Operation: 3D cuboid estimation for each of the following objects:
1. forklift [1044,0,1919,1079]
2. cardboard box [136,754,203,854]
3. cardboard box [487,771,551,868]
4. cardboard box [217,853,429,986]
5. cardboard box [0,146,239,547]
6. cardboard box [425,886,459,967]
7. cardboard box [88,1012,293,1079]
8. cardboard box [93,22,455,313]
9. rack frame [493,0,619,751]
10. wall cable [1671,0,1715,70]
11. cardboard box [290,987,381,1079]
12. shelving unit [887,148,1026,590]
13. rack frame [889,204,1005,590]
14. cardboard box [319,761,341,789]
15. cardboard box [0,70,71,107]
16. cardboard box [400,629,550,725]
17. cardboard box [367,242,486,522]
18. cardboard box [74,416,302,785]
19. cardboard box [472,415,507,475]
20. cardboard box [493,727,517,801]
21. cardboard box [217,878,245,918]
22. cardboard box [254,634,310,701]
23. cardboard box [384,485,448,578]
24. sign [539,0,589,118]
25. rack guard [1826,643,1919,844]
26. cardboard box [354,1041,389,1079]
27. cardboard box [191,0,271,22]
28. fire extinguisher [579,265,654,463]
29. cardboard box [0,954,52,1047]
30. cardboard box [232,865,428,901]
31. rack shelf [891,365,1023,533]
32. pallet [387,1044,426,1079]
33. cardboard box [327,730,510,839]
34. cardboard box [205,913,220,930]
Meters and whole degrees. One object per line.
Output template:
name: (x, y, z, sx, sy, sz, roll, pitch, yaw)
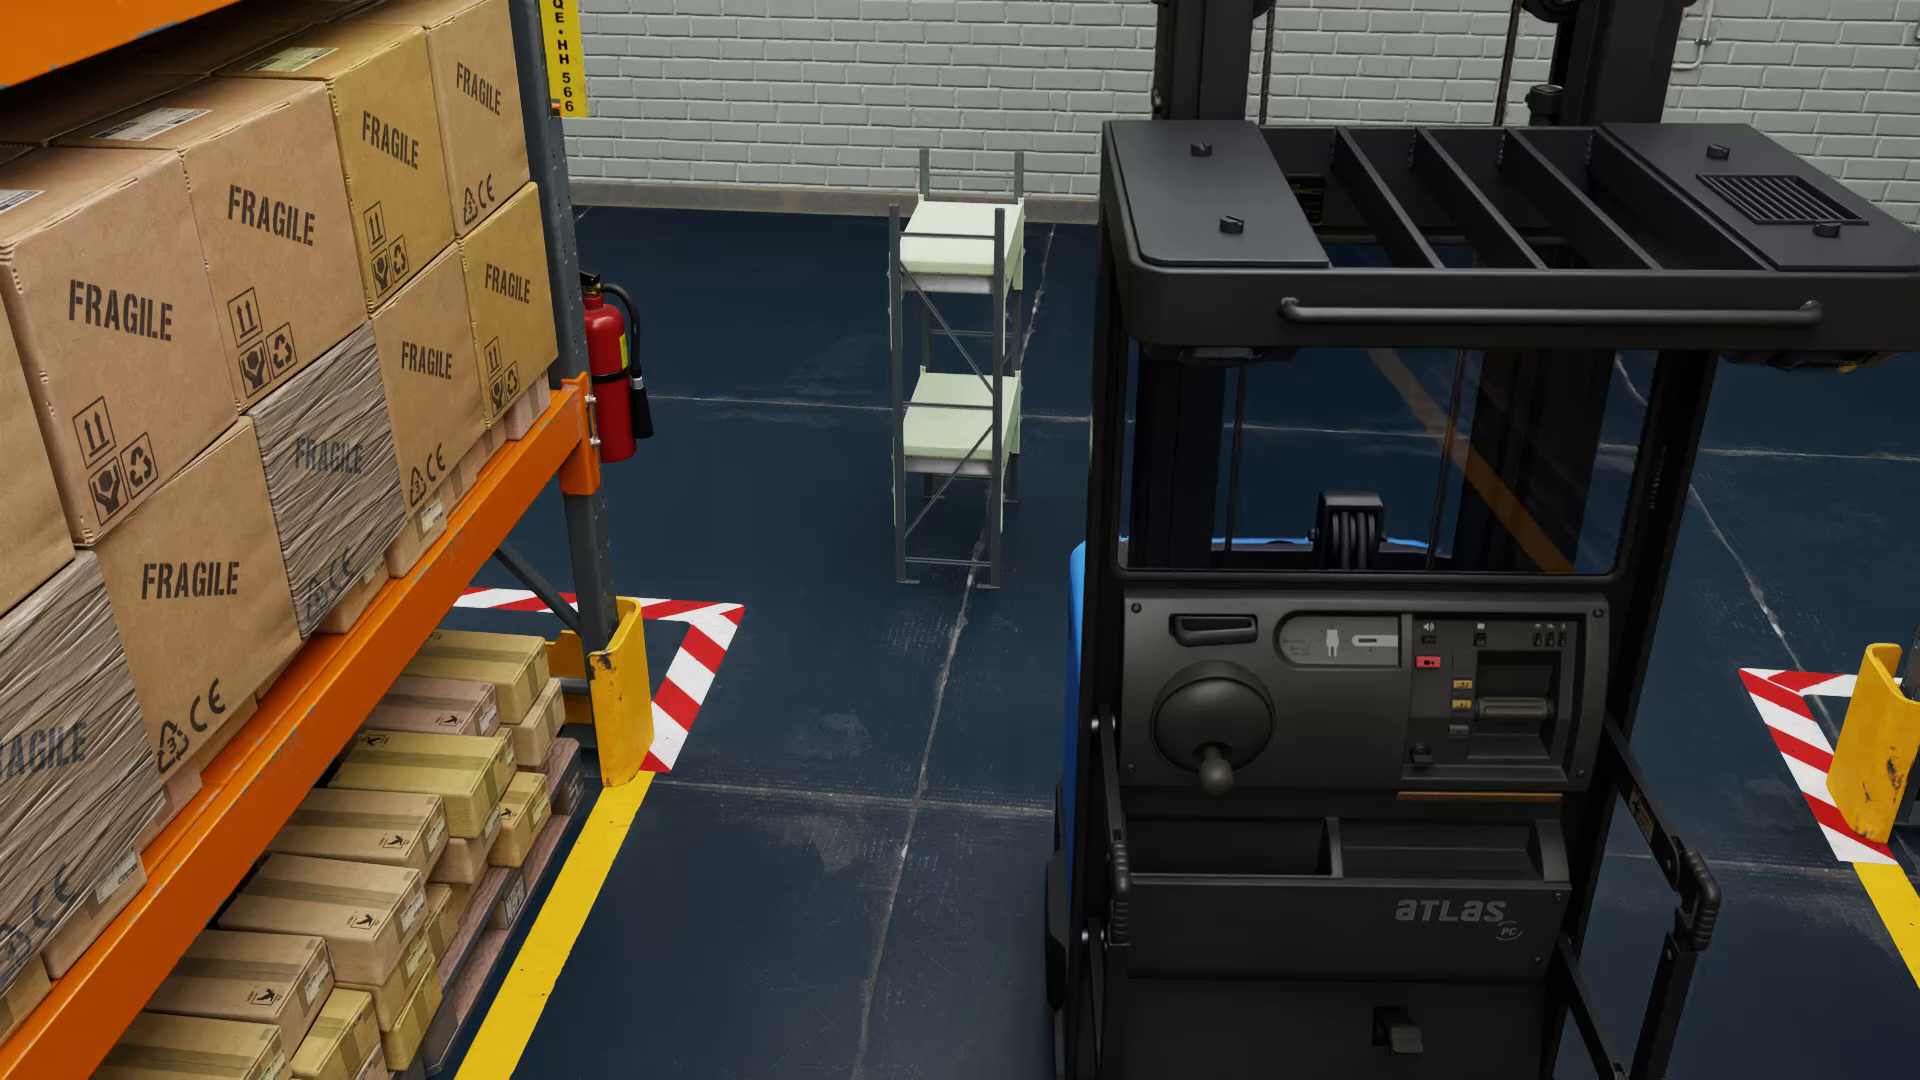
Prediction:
forklift: (0.776, 0.340, 3.029, 1.130, 2.935, 3.031, 1, 28, 1)
cardboard box: (-1.632, 0.446, 3.024, 0.380, 0.149, 0.250, 4, 29, 8)
cardboard box: (-1.390, 0.776, 4.710, 0.380, 0.149, 0.250, 4, 29, 8)
cardboard box: (-1.480, 0.883, 3.884, 0.380, 0.149, 0.250, 4, 29, 8)
cardboard box: (-1.589, -0.333, 2.733, 0.500, 0.500, 0.500, 2, 28, 4)
cardboard box: (-1.525, 1.012, 4.271, 0.380, 0.149, 0.250, 4, 29, 7)
cardboard box: (-1.627, 1.126, 3.434, 0.380, 0.149, 0.250, 3, 29, 6)
cardboard box: (-1.473, -0.828, 3.651, 0.500, 0.500, 0.500, 2, 28, 4)
rack frame: (-1.601, -0.681, 4.852, 1.000, 3.000, 0.127, 3, 28, 6)
wall cable: (3.991, -3.558, 9.087, 0.585, 1.953, 0.123, 3, 28, 6)
cardboard box: (-1.545, 1.132, 3.736, 0.380, 0.149, 0.250, 5, 29, 9)
shelving unit: (-0.001, -0.657, 6.388, 0.431, 1.500, 0.755, 3, 28, 6)
rack frame: (-0.046, -0.485, 6.069, 0.400, 1.500, 0.023, 3, 28, 6)
cardboard box: (-1.934, 0.745, 4.767, 0.380, 0.149, 0.250, 3, 28, 6)
cardboard box: (-2.061, -0.619, 3.263, 0.500, 0.500, 0.500, 3, 28, 5)
cardboard box: (-1.415, 0.391, 4.797, 0.380, 0.149, 0.250, 4, 29, 7)
cardboard box: (-1.469, -0.387, 3.888, 0.500, 0.500, 0.500, 3, 28, 5)
cardboard box: (-1.593, 0.086, 3.009, 0.500, 0.500, 0.500, 5, 29, 9)
cardboard box: (-1.428, -0.286, 4.383, 0.380, 0.149, 0.250, 3, 28, 6)
cardboard box: (-1.468, 0.643, 4.643, 0.380, 0.149, 0.250, 3, 28, 5)
cardboard box: (-2.098, 0.976, 4.338, 0.380, 0.149, 0.250, 4, 29, 7)
cardboard box: (-1.606, 0.201, 3.480, 0.380, 0.149, 0.250, 2, 28, 4)
cardboard box: (-1.452, -0.045, 3.936, 0.380, 0.149, 0.250, 4, 29, 8)
sign: (-1.053, -1.288, 4.425, 0.100, 0.325, 0.005, 3, 28, 6)
rack guard: (3.327, 0.648, 5.020, 1.175, 0.500, 0.348, 3, 28, 6)
cardboard box: (-1.547, 1.263, 3.805, 0.380, 0.149, 0.250, 4, 29, 7)
cardboard box: (-1.920, -1.100, 4.157, 0.500, 0.500, 0.500, 3, 28, 6)
fire extinguisher: (-1.112, -0.575, 5.129, 0.296, 0.674, 0.183, 3, 28, 6)
cardboard box: (-1.658, 0.701, 2.551, 0.380, 0.149, 0.250, 4, 29, 7)
cardboard box: (-1.580, 0.888, 4.188, 0.380, 0.149, 0.250, 3, 28, 6)
rack shelf: (-0.001, -0.370, 6.543, 0.431, 0.370, 0.720, 3, 28, 6)
pallet: (-1.897, 1.535, 3.678, 1.003, 0.211, 1.213, 3, 28, 6)
cardboard box: (-1.408, 0.635, 4.344, 0.380, 0.149, 0.250, 3, 28, 5)
cardboard box: (-2.029, 0.981, 4.016, 0.380, 0.149, 0.250, 2, 28, 4)
